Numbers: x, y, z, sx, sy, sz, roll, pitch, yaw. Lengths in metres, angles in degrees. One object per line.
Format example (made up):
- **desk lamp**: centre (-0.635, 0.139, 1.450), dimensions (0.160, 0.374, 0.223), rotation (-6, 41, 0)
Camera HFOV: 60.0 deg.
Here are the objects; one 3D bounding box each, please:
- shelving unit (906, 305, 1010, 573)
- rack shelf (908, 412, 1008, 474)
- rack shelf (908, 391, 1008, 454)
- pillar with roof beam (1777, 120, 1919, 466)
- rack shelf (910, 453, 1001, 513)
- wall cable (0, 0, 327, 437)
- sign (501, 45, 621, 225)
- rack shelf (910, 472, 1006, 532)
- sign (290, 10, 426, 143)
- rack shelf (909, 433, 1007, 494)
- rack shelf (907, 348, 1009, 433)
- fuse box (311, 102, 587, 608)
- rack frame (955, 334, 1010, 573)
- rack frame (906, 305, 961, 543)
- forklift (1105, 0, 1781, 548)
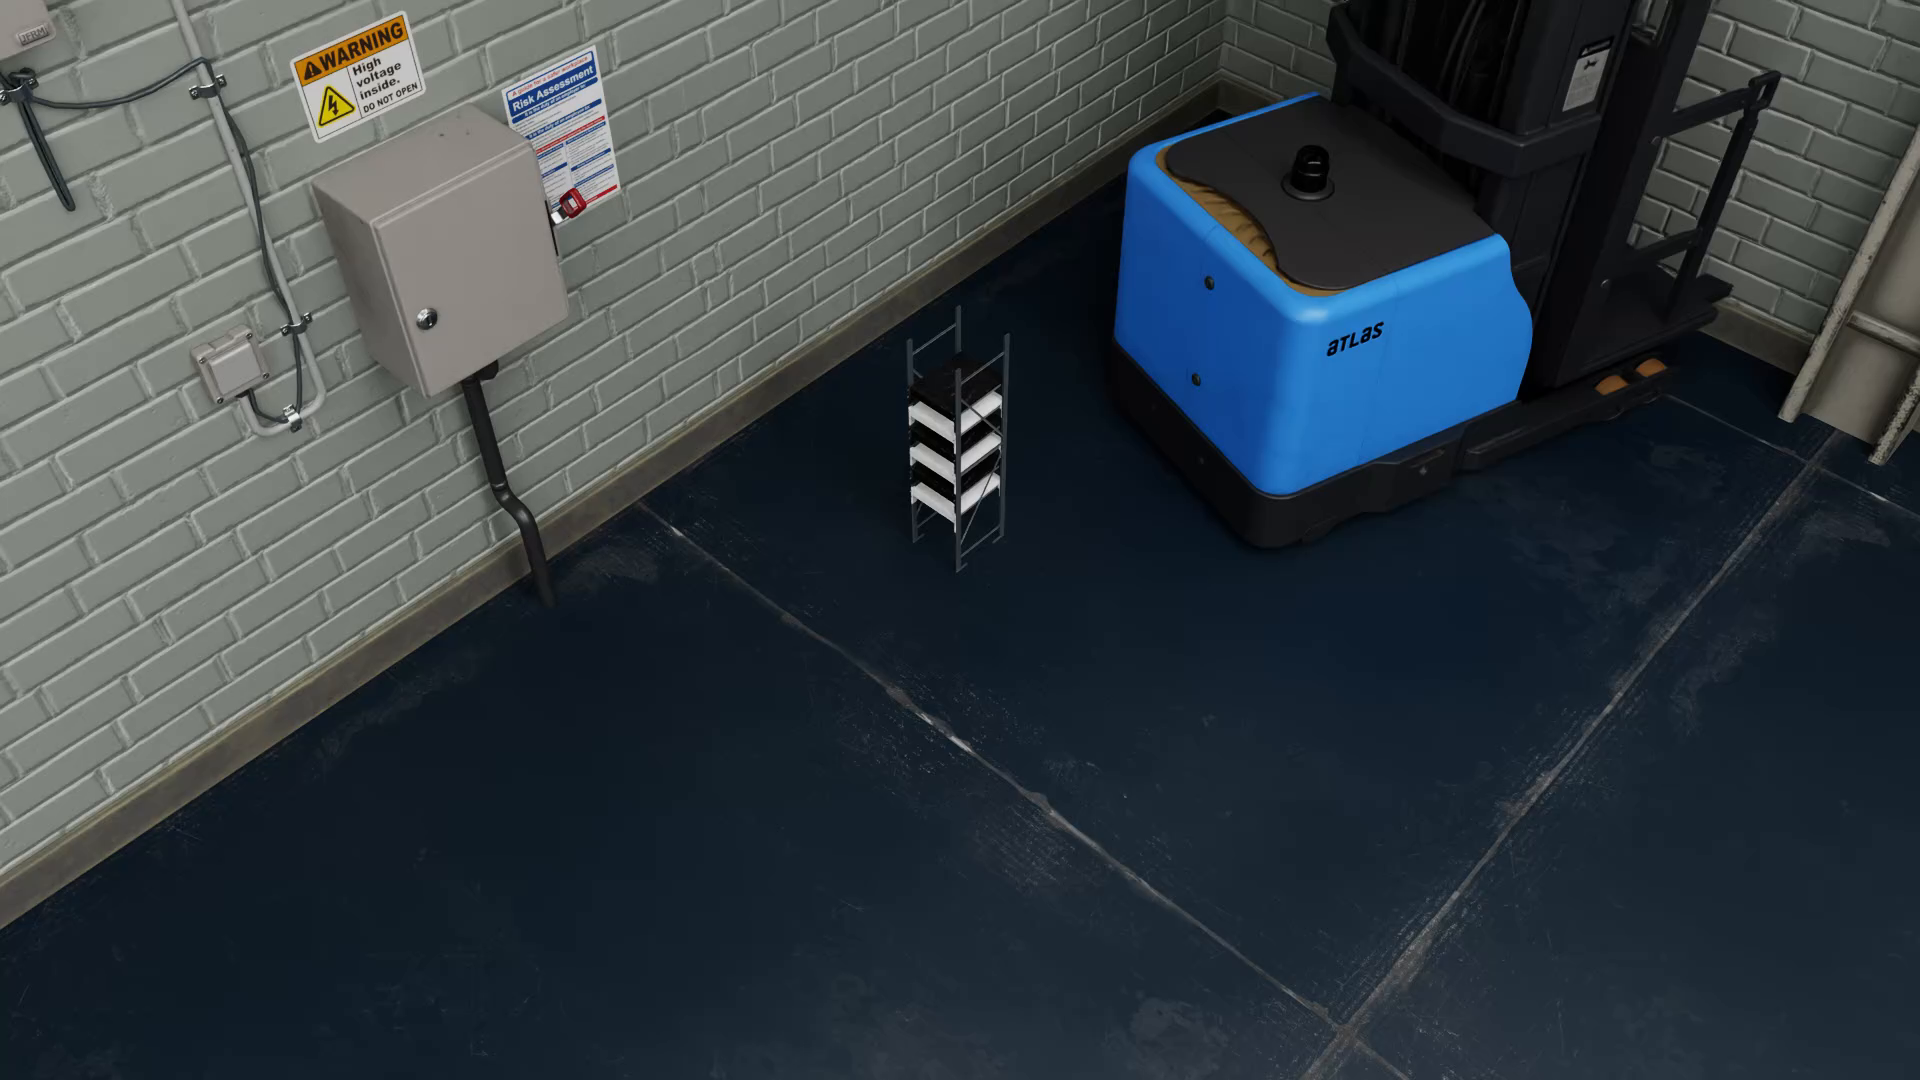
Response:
- **shelving unit**: centre (-0.006, -0.312, 5.426), dimensions (0.210, 0.900, 0.258), rotation (34, 55, 28)
- **rack shelf**: centre (-0.006, -0.351, 5.384), dimensions (0.200, 0.077, 0.258), rotation (34, 55, 28)
- **rack shelf**: centre (-0.006, -0.412, 5.319), dimensions (0.200, 0.077, 0.258), rotation (34, 55, 28)
- **pillar with roof beam**: centre (0.365, -1.219, 0.722), dimensions (0.400, 9.000, 9.100), rotation (34, 55, 28)
- **rack shelf**: centre (-0.006, -0.228, 5.516), dimensions (0.200, 0.077, 0.258), rotation (34, 55, 28)
- **wall cable**: centre (-1.915, -0.883, 3.825), dimensions (0.122, 1.984, 0.588), rotation (34, 55, 28)
- **sign**: centre (-1.154, -1.158, 4.845), dimensions (0.001, 0.494, 0.329), rotation (34, 55, 28)
- **rack shelf**: centre (-0.006, -0.166, 5.581), dimensions (0.200, 0.077, 0.258), rotation (34, 55, 28)
- **sign**: centre (-1.526, -1.179, 4.233), dimensions (0.001, 0.242, 0.339), rotation (34, 55, 28)
- **rack shelf**: centre (-0.006, -0.289, 5.450), dimensions (0.200, 0.077, 0.258), rotation (34, 55, 28)
- **rack shelf**: centre (-0.006, -0.474, 5.253), dimensions (0.200, 0.077, 0.258), rotation (34, 55, 28)
- **fuse box**: centre (-1.336, -0.382, 4.935), dimensions (0.414, 1.711, 0.539), rotation (34, 55, 28)
- **rack frame**: centre (0.069, -0.262, 5.379), dimensions (0.006, 0.900, 0.240), rotation (34, 55, 28)
- **rack frame**: centre (-0.081, -0.362, 5.473), dimensions (0.006, 0.900, 0.240), rotation (34, 55, 28)
- **forklift**: centre (2.084, -1.764, 5.396), dimensions (3.031, 2.935, 1.130), rotation (-22, 51, -19)
